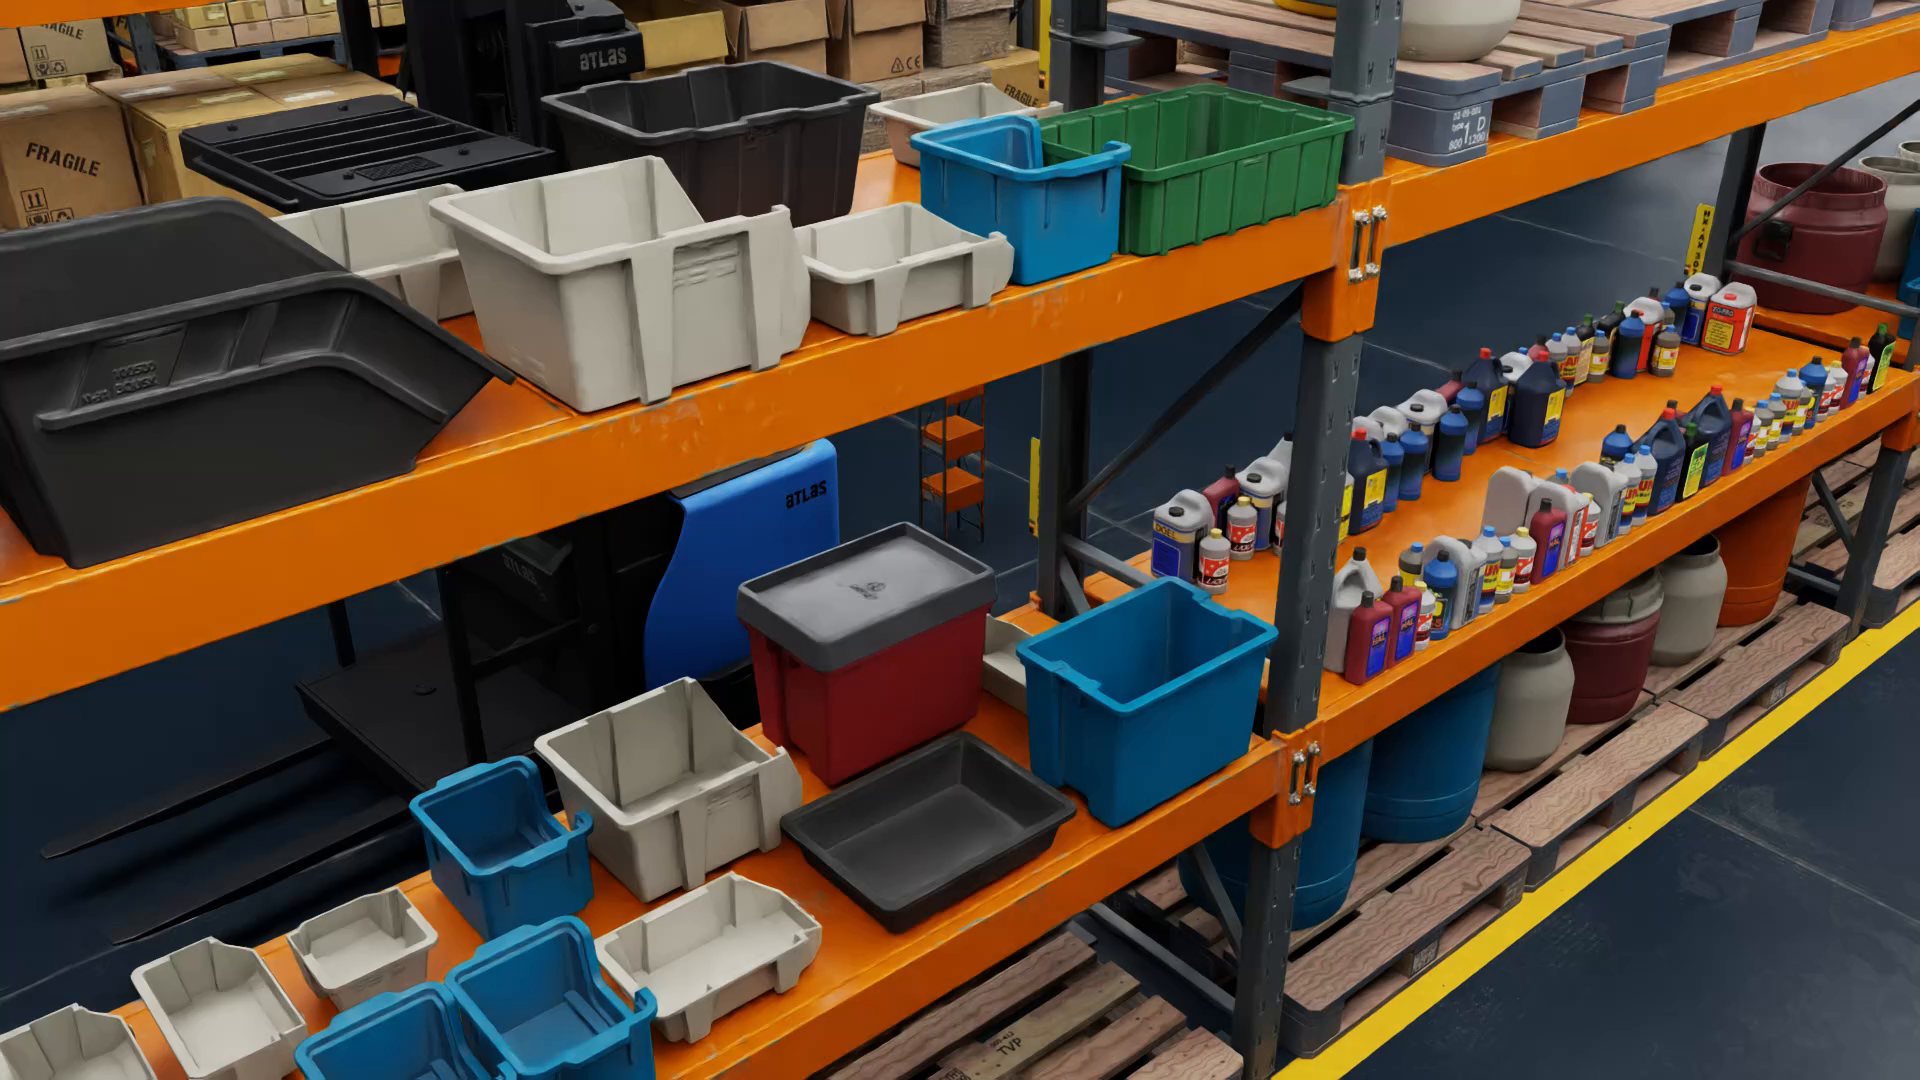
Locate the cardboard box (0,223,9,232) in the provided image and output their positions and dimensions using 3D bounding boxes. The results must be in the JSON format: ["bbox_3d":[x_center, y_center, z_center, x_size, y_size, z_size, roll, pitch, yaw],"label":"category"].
[{"bbox_3d":[-4.291,-1.162,7.085,0.500,0.250,0.500,-22,35,-35],"label":"cardboard box"}]

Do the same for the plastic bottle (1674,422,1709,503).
[{"bbox_3d":[2.504,-0.278,5.711,0.133,0.283,0.061,-22,35,-35],"label":"plastic bottle"}]

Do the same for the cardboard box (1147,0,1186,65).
[{"bbox_3d":[1.177,-3.444,10.961,0.500,0.500,0.700,-16,32,-28],"label":"cardboard box"}]

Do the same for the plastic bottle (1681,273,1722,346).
[{"bbox_3d":[3.108,-0.982,7.036,0.135,0.276,0.152,-22,35,-35],"label":"plastic bottle"}]

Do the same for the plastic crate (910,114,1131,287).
[{"bbox_3d":[0.118,-0.685,3.345,0.300,0.233,0.416,-22,35,-35],"label":"plastic crate"}]

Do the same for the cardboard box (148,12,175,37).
[{"bbox_3d":[-5.580,-3.681,11.777,0.250,0.149,0.380,-23,36,-36],"label":"cardboard box"}]

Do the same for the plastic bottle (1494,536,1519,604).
[{"bbox_3d":[1.662,0.086,5.117,0.097,0.201,0.097,0,28,0],"label":"plastic bottle"}]

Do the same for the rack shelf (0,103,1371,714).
[{"bbox_3d":[-0.918,-0.223,3.066,4.000,0.370,1.077,-22,35,-35],"label":"rack shelf"}]

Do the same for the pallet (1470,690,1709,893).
[{"bbox_3d":[2.146,0.804,6.521,1.213,0.211,1.003,-22,35,-35],"label":"pallet"}]

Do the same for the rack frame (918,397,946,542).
[{"bbox_3d":[-0.134,-0.409,7.902,0.008,1.050,0.200,-22,35,-35],"label":"rack frame"}]

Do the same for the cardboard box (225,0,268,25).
[{"bbox_3d":[-4.959,-3.656,11.414,0.250,0.149,0.380,-23,36,-36],"label":"cardboard box"}]

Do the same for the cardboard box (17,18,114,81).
[{"bbox_3d":[-5.938,-3.341,10.897,0.500,0.500,0.500,-22,35,-35],"label":"cardboard box"}]

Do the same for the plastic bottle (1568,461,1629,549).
[{"bbox_3d":[2.084,-0.134,5.449,0.135,0.276,0.152,-22,35,-35],"label":"plastic bottle"}]

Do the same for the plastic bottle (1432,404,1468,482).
[{"bbox_3d":[1.729,-0.348,5.855,0.097,0.271,0.097,0,28,0],"label":"plastic bottle"}]

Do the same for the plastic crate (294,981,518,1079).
[{"bbox_3d":[-1.036,1.081,3.158,0.300,0.233,0.416,-22,35,-35],"label":"plastic crate"}]

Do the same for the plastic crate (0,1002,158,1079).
[{"bbox_3d":[-1.707,1.086,3.251,0.243,0.136,0.396,-22,35,-35],"label":"plastic crate"}]

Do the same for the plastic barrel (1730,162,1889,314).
[{"bbox_3d":[3.803,-1.364,7.475,0.708,0.536,0.600,-22,35,-35],"label":"plastic barrel"}]

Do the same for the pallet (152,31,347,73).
[{"bbox_3d":[-5.078,-3.512,11.842,1.213,0.211,1.003,-22,35,-35],"label":"pallet"}]

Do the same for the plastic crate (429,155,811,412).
[{"bbox_3d":[-0.553,-0.444,2.841,0.530,0.282,0.437,-22,35,-35],"label":"plastic crate"}]

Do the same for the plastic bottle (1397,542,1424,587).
[{"bbox_3d":[1.386,0.102,5.087,0.097,0.201,0.097,0,28,0],"label":"plastic bottle"}]

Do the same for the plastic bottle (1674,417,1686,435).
[{"bbox_3d":[2.465,-0.300,5.752,0.133,0.283,0.061,-22,35,-35],"label":"plastic bottle"}]

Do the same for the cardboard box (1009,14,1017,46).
[{"bbox_3d":[-0.081,-4.833,16.052,0.750,0.750,1.050,-22,35,-35],"label":"cardboard box"}]

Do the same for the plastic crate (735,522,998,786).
[{"bbox_3d":[-0.238,0.299,4.376,0.583,0.464,0.402,-22,35,-35],"label":"plastic crate"}]

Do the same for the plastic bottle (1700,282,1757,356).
[{"bbox_3d":[3.206,-0.927,6.934,0.135,0.276,0.152,-22,35,-35],"label":"plastic bottle"}]

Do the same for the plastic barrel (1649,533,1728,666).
[{"bbox_3d":[2.914,0.220,6.850,0.421,0.512,0.421,0,28,0],"label":"plastic barrel"}]

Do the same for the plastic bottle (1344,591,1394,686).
[{"bbox_3d":[1.160,0.263,4.699,0.133,0.283,0.061,-22,35,-35],"label":"plastic bottle"}]

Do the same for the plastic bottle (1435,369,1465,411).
[{"bbox_3d":[1.780,-0.480,6.089,0.133,0.283,0.061,-22,35,-35],"label":"plastic bottle"}]

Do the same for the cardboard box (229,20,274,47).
[{"bbox_3d":[-4.948,-3.531,11.497,0.250,0.149,0.380,-21,35,-34],"label":"cardboard box"}]

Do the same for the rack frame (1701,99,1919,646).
[{"bbox_3d":[3.647,-1.053,7.038,0.127,3.000,1.000,-22,35,-35],"label":"rack frame"}]

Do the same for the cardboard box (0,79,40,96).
[{"bbox_3d":[-6.186,-2.954,10.862,0.250,0.149,0.380,-20,34,-33],"label":"cardboard box"}]

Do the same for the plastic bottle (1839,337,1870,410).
[{"bbox_3d":[3.440,-0.654,6.415,0.133,0.283,0.061,-22,35,-35],"label":"plastic bottle"}]

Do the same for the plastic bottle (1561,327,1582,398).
[{"bbox_3d":[2.373,-0.701,6.516,0.097,0.271,0.097,0,28,0],"label":"plastic bottle"}]

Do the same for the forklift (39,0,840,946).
[{"bbox_3d":[-1.884,-0.409,5.907,3.031,2.935,1.130,-25,37,-38],"label":"forklift"}]

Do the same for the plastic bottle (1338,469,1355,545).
[{"bbox_3d":[1.184,-0.154,5.409,0.185,0.351,0.144,-22,35,-35],"label":"plastic bottle"}]

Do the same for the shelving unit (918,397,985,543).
[{"bbox_3d":[-0.041,-0.447,7.972,0.252,1.050,0.215,-22,35,-35],"label":"shelving unit"}]

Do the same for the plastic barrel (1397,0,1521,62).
[{"bbox_3d":[1.167,-1.468,4.043,0.433,0.535,0.433,0,28,0],"label":"plastic barrel"}]

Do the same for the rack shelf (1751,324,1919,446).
[{"bbox_3d":[5.168,-1.347,8.352,4.000,0.370,1.077,-22,35,-35],"label":"rack shelf"}]

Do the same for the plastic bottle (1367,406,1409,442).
[{"bbox_3d":[1.458,-0.318,5.795,0.135,0.276,0.152,-22,35,-35],"label":"plastic bottle"}]

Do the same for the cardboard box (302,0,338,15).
[{"bbox_3d":[-4.566,-3.815,11.711,0.250,0.149,0.380,-24,36,-37],"label":"cardboard box"}]

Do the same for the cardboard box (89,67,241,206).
[{"bbox_3d":[-3.521,-1.798,7.480,0.500,0.500,0.500,-22,35,-35],"label":"cardboard box"}]

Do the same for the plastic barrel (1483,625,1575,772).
[{"bbox_3d":[2.055,0.565,6.204,0.421,0.512,0.421,0,28,0],"label":"plastic barrel"}]

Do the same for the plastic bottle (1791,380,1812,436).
[{"bbox_3d":[3.119,-0.500,6.214,0.097,0.201,0.097,0,28,0],"label":"plastic bottle"}]

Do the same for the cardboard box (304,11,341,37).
[{"bbox_3d":[-4.564,-3.683,11.780,0.250,0.149,0.380,-21,35,-34],"label":"cardboard box"}]

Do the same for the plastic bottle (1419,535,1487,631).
[{"bbox_3d":[1.481,0.109,4.996,0.135,0.276,0.152,-22,35,-35],"label":"plastic bottle"}]

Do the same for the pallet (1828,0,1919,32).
[{"bbox_3d":[3.001,-2.094,6.003,1.213,0.211,1.003,-22,35,-35],"label":"pallet"}]

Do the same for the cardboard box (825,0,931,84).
[{"bbox_3d":[-0.632,-2.899,9.322,0.637,0.503,0.797,-21,35,-34],"label":"cardboard box"}]

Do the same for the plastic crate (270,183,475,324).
[{"bbox_3d":[-1.028,-0.533,3.163,0.530,0.136,0.437,-22,35,-35],"label":"plastic crate"}]

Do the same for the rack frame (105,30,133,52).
[{"bbox_3d":[-5.751,-3.413,11.455,0.053,2.616,0.949,-22,35,-35],"label":"rack frame"}]

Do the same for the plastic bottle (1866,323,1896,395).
[{"bbox_3d":[3.616,-0.725,6.547,0.133,0.283,0.061,-22,35,-35],"label":"plastic bottle"}]

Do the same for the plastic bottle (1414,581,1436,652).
[{"bbox_3d":[1.337,0.216,4.873,0.097,0.201,0.097,0,28,0],"label":"plastic bottle"}]

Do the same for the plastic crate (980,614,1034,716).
[{"bbox_3d":[0.157,0.352,4.626,0.243,0.136,0.396,-22,35,-35],"label":"plastic crate"}]

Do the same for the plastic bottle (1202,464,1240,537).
[{"bbox_3d":[0.840,-0.101,5.381,0.133,0.283,0.061,-22,35,-35],"label":"plastic bottle"}]

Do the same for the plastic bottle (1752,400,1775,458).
[{"bbox_3d":[2.896,-0.411,6.047,0.097,0.201,0.097,0,28,0],"label":"plastic bottle"}]

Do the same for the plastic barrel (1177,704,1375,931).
[{"bbox_3d":[1.029,0.751,5.444,0.708,0.901,0.600,-22,35,-35],"label":"plastic barrel"}]

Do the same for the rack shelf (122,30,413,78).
[{"bbox_3d":[-4.232,-3.709,12.771,4.000,0.370,1.077,-22,35,-35],"label":"rack shelf"}]

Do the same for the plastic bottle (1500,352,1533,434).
[{"bbox_3d":[2.053,-0.557,6.242,0.135,0.276,0.152,-22,35,-35],"label":"plastic bottle"}]

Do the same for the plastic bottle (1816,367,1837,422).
[{"bbox_3d":[3.267,-0.559,6.325,0.097,0.201,0.097,0,28,0],"label":"plastic bottle"}]
